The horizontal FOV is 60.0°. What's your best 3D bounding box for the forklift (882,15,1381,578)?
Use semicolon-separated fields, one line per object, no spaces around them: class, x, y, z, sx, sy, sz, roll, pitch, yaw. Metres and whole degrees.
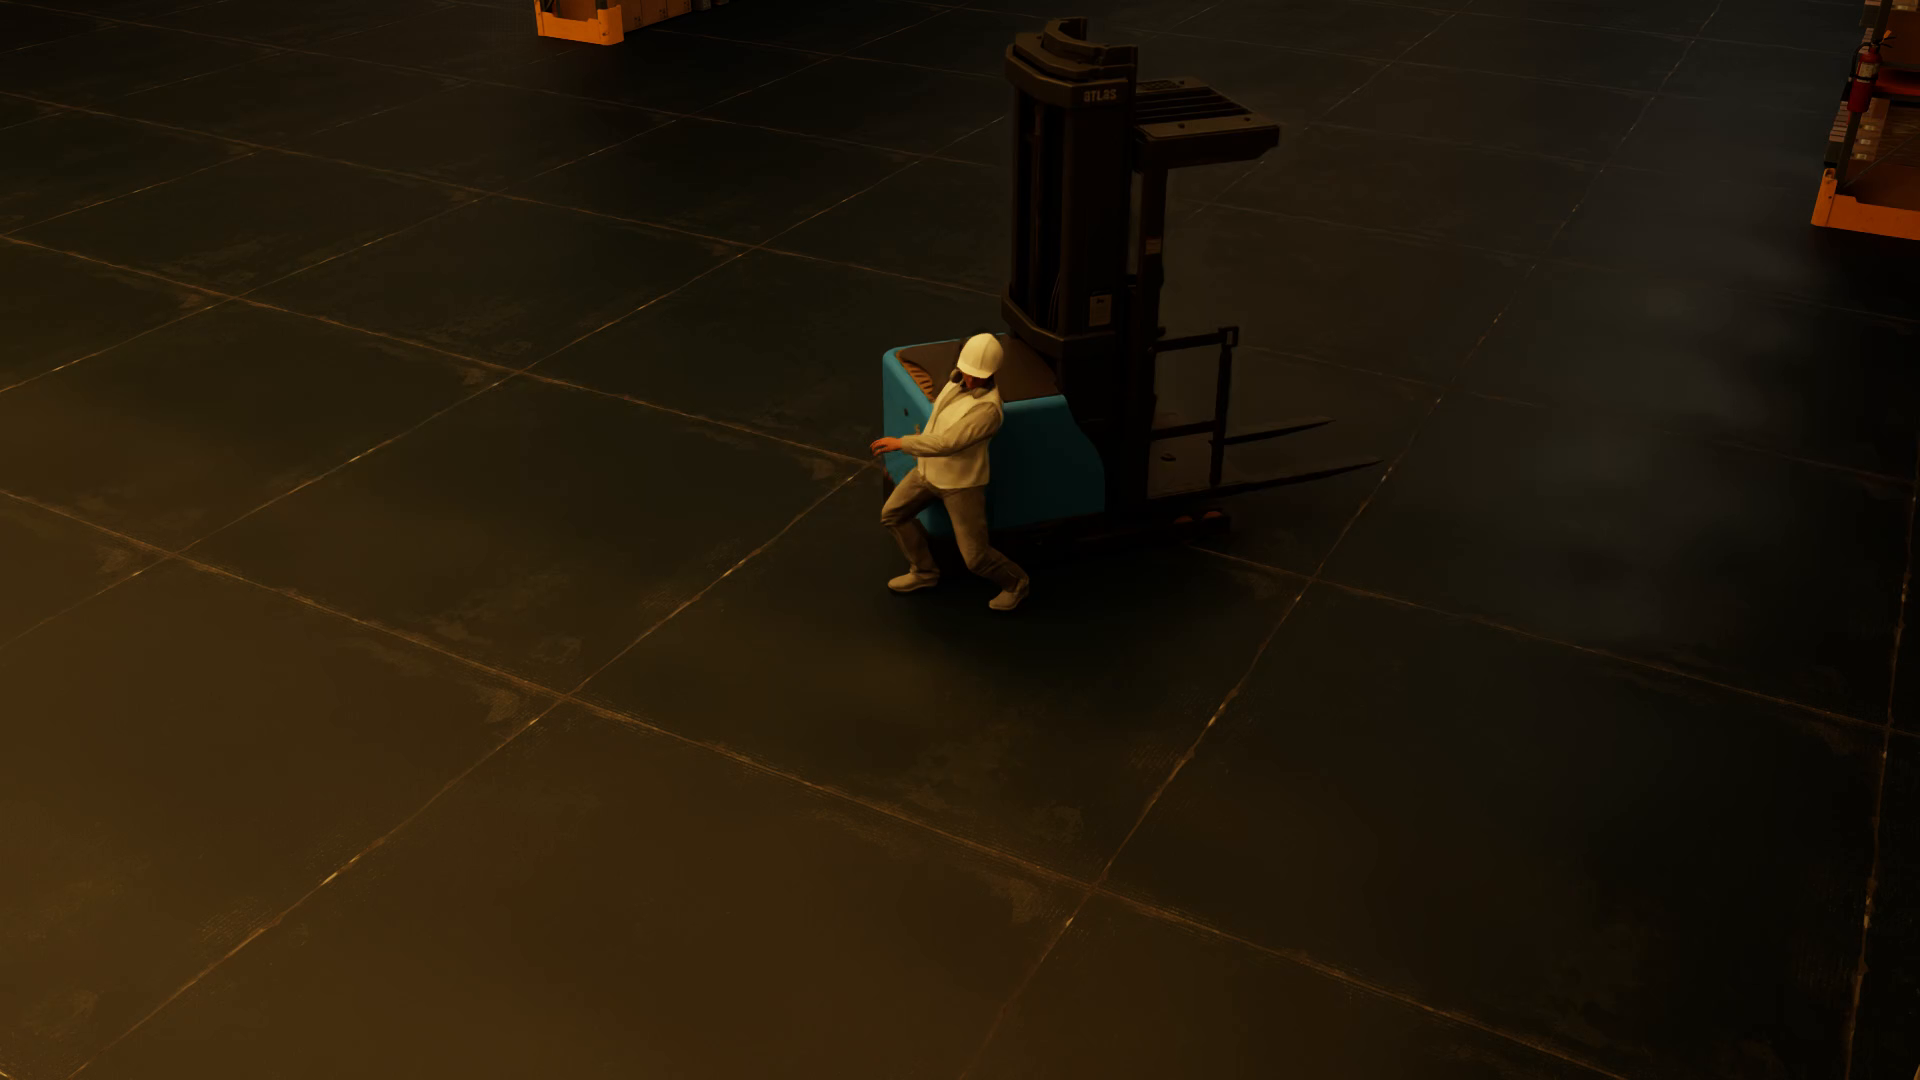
forklift;1.101;-1.484;9.643;3.031;2.935;1.130;-10;31;-16

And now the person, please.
person;-0.105;-0.395;9.043;0.840;1.629;0.781;-16;34;-26
